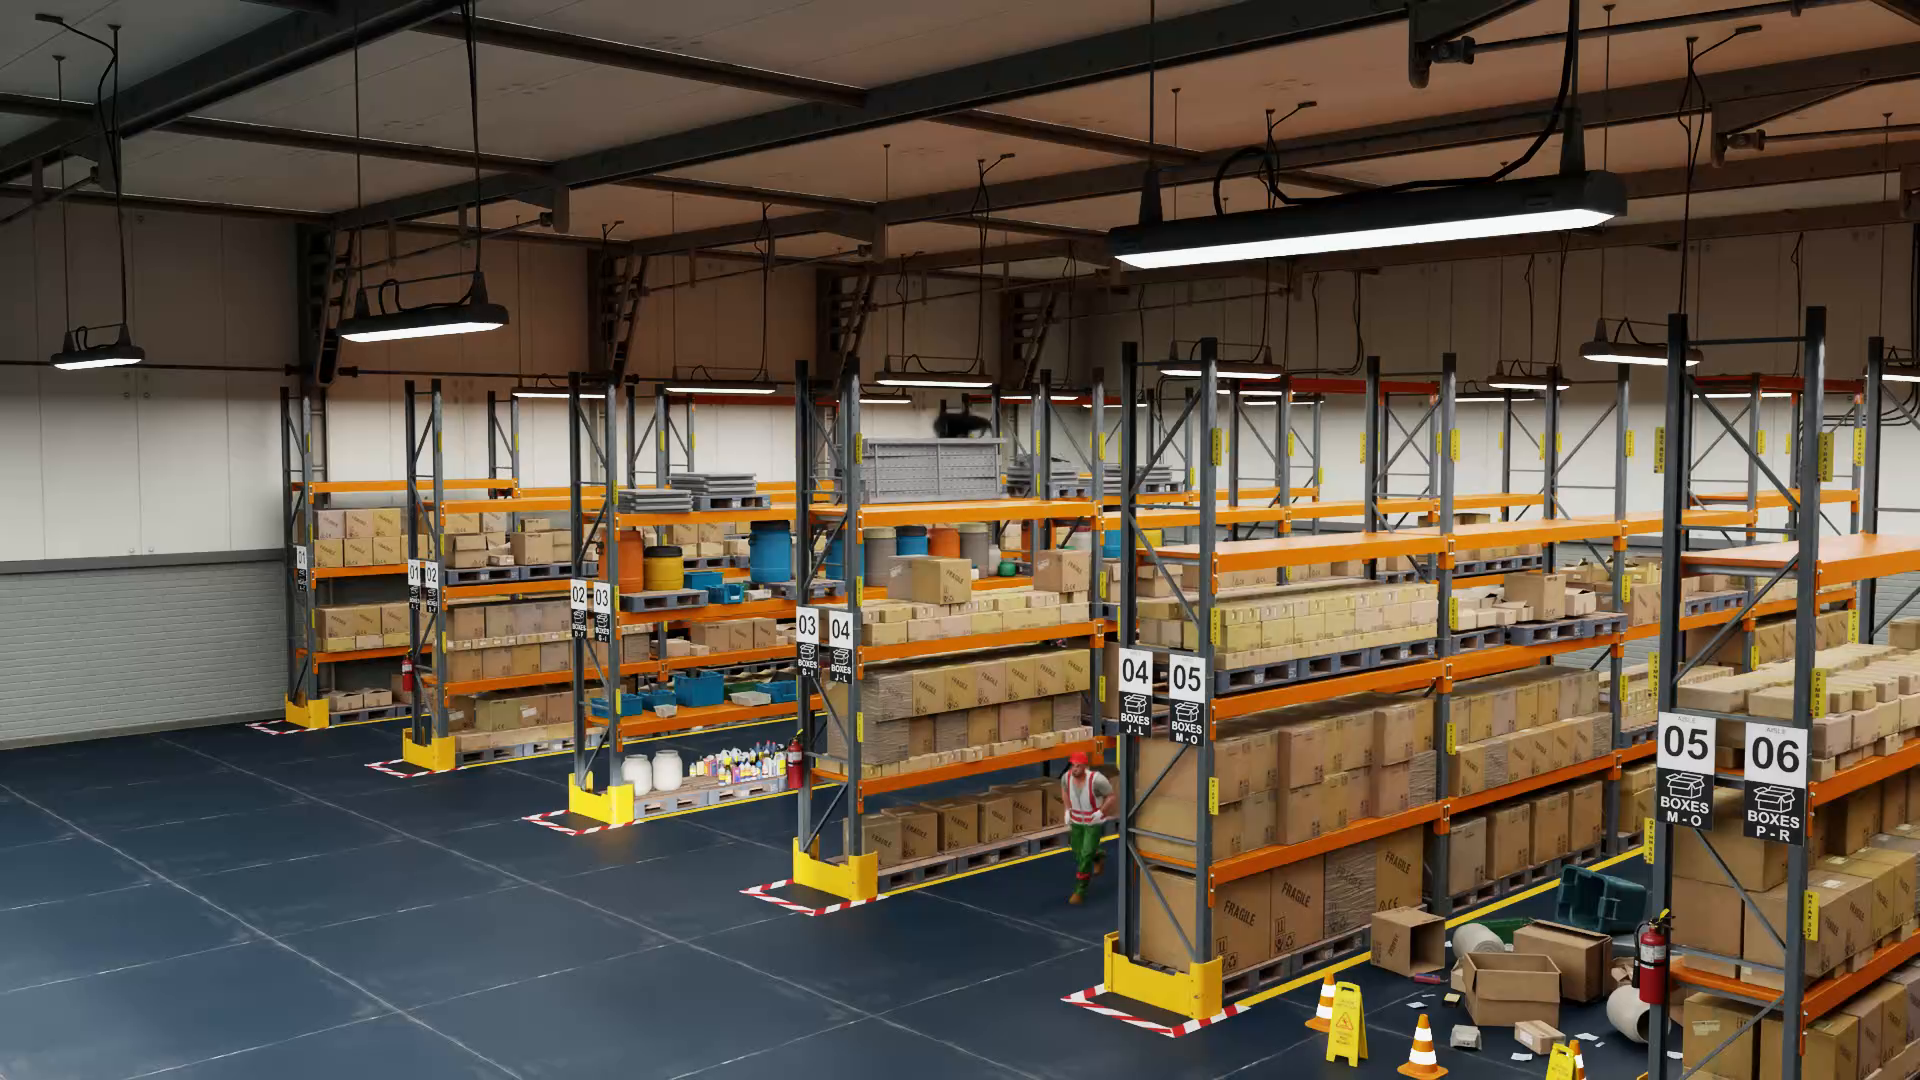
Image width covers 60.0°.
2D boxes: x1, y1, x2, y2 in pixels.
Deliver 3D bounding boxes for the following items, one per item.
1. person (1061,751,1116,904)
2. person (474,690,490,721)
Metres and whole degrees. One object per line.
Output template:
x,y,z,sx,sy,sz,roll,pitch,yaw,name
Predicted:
1.443,3.149,18.484,0.658,1.721,0.908,2,4,25,person
-8.159,2.451,28.516,0.682,1.813,0.809,3,5,38,person
